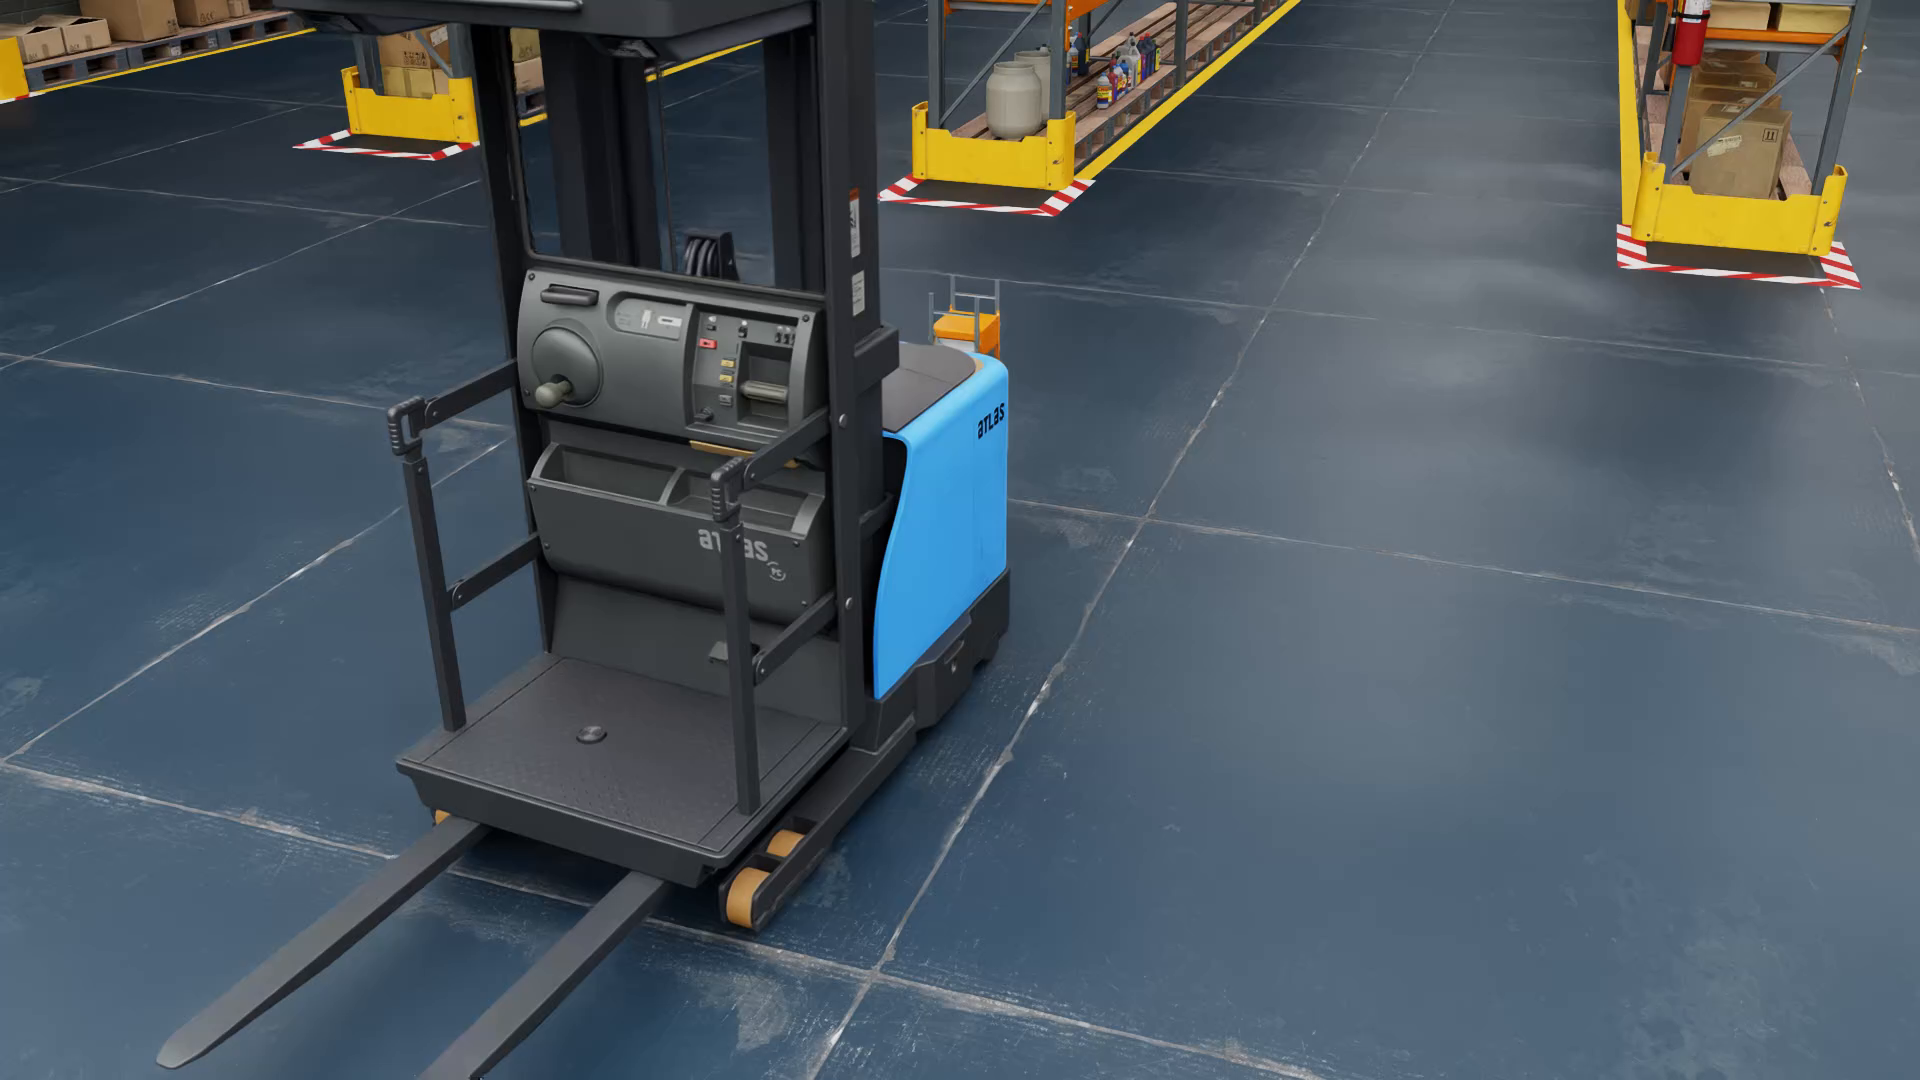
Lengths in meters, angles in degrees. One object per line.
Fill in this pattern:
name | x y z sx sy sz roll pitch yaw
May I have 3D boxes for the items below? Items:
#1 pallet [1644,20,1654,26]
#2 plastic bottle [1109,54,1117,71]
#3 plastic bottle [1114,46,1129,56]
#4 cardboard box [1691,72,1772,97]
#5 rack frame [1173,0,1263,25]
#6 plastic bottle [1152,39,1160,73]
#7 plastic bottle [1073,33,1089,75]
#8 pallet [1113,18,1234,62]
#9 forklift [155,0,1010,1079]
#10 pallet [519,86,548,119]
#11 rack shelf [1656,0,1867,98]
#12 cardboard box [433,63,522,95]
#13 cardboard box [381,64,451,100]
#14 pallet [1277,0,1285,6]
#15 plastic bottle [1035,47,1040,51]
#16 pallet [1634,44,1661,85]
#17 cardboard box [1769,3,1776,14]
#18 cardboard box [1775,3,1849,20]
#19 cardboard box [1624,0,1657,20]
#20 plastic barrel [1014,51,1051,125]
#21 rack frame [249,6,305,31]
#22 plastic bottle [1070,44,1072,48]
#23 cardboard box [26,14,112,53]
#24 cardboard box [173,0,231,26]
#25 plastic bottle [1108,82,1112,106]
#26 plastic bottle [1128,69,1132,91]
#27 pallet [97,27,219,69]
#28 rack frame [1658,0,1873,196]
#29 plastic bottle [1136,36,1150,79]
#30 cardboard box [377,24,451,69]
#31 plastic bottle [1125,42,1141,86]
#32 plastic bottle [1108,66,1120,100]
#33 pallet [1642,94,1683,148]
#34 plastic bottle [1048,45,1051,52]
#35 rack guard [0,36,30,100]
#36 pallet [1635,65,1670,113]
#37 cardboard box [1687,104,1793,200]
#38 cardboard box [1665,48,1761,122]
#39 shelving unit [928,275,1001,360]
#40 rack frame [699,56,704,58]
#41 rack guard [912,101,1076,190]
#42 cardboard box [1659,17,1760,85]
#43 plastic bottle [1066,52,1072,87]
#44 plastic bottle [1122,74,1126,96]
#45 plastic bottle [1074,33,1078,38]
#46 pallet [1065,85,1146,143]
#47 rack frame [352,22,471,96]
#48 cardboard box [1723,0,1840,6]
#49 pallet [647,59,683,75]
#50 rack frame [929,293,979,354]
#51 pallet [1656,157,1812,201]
pallet | 7.926 -5.594 18.061 1.003 0.211 1.213 9 27 17
plastic bottle | 1.318 -4.017 14.216 0.061 0.283 0.133 9 27 17
plastic bottle | 1.436 -4.208 14.620 0.152 0.276 0.135 9 27 17
cardboard box | 5.546 -3.072 12.039 0.500 0.500 0.500 11 28 22
rack frame | 2.921 -7.254 18.291 1.000 3.000 0.127 9 27 17
plastic bottle | 1.741 -4.340 14.885 0.061 0.283 0.133 10 28 20
plastic bottle | 1.066 -4.324 14.773 0.144 0.351 0.185 9 27 17
pallet | 2.219 -5.187 17.220 1.003 0.211 1.213 9 27 17
forklift | -0.899 -0.470 4.356 1.130 2.935 3.031 11 28 22
pallet | -4.196 -3.752 14.257 1.003 0.211 1.213 9 27 17
rack shelf | 5.595 -3.747 11.871 1.077 0.370 4.000 9 27 17
cardboard box | -4.022 -3.826 13.884 0.500 0.250 0.500 9 27 17
cardboard box | -4.511 -3.901 14.039 0.500 0.250 0.500 9 27 17
pallet | 3.552 -6.829 20.612 1.003 0.211 1.213 9 27 17
plastic bottle | 0.664 -4.016 14.137 0.144 0.351 0.185 10 28 20
pallet | 6.923 -4.460 15.720 1.003 0.211 1.213 9 27 17
cardboard box | 5.512 -3.524 10.875 0.380 0.149 0.250 9 27 17
cardboard box | 5.351 -3.318 10.449 0.380 0.149 0.250 9 27 17
cardboard box | 7.841 -6.049 17.758 1.225 0.875 0.875 7 27 15
plastic barrel | 0.573 -3.523 12.958 0.421 0.512 0.421 0 26 0
rack frame | -7.752 -7.047 17.863 1.000 3.000 0.127 9 27 17
plastic bottle | 0.930 -4.345 14.816 0.144 0.351 0.185 10 27 19
cardboard box | -8.578 -4.897 16.002 0.500 0.311 0.500 11 28 22
cardboard box | -8.060 -5.688 17.419 0.500 0.500 0.500 7 27 14
plastic bottle | 1.191 -3.648 13.548 0.097 0.201 0.097 0 26 0
plastic bottle | 1.405 -3.912 14.094 0.097 0.201 0.097 0 26 0
pallet | -8.347 -5.008 16.851 1.003 0.211 1.213 9 27 17
rack frame | 4.930 -3.248 10.017 1.000 3.000 0.127 9 27 17
plastic bottle | 1.584 -4.231 14.581 0.144 0.351 0.185 7 27 15
cardboard box | -4.513 -4.239 13.876 0.500 0.500 0.500 9 27 17
plastic bottle | 1.477 -4.098 14.307 0.144 0.351 0.185 9 27 17
plastic bottle | 1.271 -3.777 13.736 0.097 0.271 0.097 0 26 0
pallet | 6.071 -3.356 13.439 1.003 0.211 1.213 9 27 17
plastic bottle | 0.773 -4.175 14.543 0.061 0.283 0.133 10 28 20
rack guard | -9.058 -4.310 15.077 1.175 0.500 0.348 9 27 17
pallet | 6.519 -3.957 14.681 1.003 0.211 1.213 9 27 17
cardboard box | 5.154 -2.567 10.995 0.500 0.500 0.500 14 29 27
cardboard box | 5.907 -3.561 13.049 0.500 0.500 0.500 19 32 34
shelving unit | 0.018 -0.495 6.567 0.215 1.050 0.252 9 27 17
rack frame | -3.079 -6.330 16.382 1.000 3.000 0.127 9 27 17
rack guard | 0.240 -2.880 12.124 1.175 0.500 0.348 9 27 17
cardboard box | 6.486 -4.214 14.376 0.700 0.500 0.500 7 27 13
plastic bottle | 0.874 -4.048 14.288 0.152 0.276 0.135 9 27 17
plastic bottle | 1.337 -3.828 13.920 0.097 0.201 0.097 0 26 0
plastic bottle | 1.071 -4.513 15.255 0.097 0.271 0.097 0 26 0
pallet | 0.923 -3.582 13.907 1.003 0.211 1.213 9 27 17
rack frame | -4.411 -4.687 12.987 1.000 3.000 0.127 9 27 17
cardboard box | 5.139 -3.649 10.389 0.875 0.500 0.500 9 27 17
pallet | -3.384 -4.755 16.328 1.003 0.211 1.213 9 27 17
rack frame | -0.023 -0.444 6.463 0.200 1.050 0.008 9 27 17
pallet | 5.259 -2.353 11.368 1.003 0.211 1.213 9 27 17
